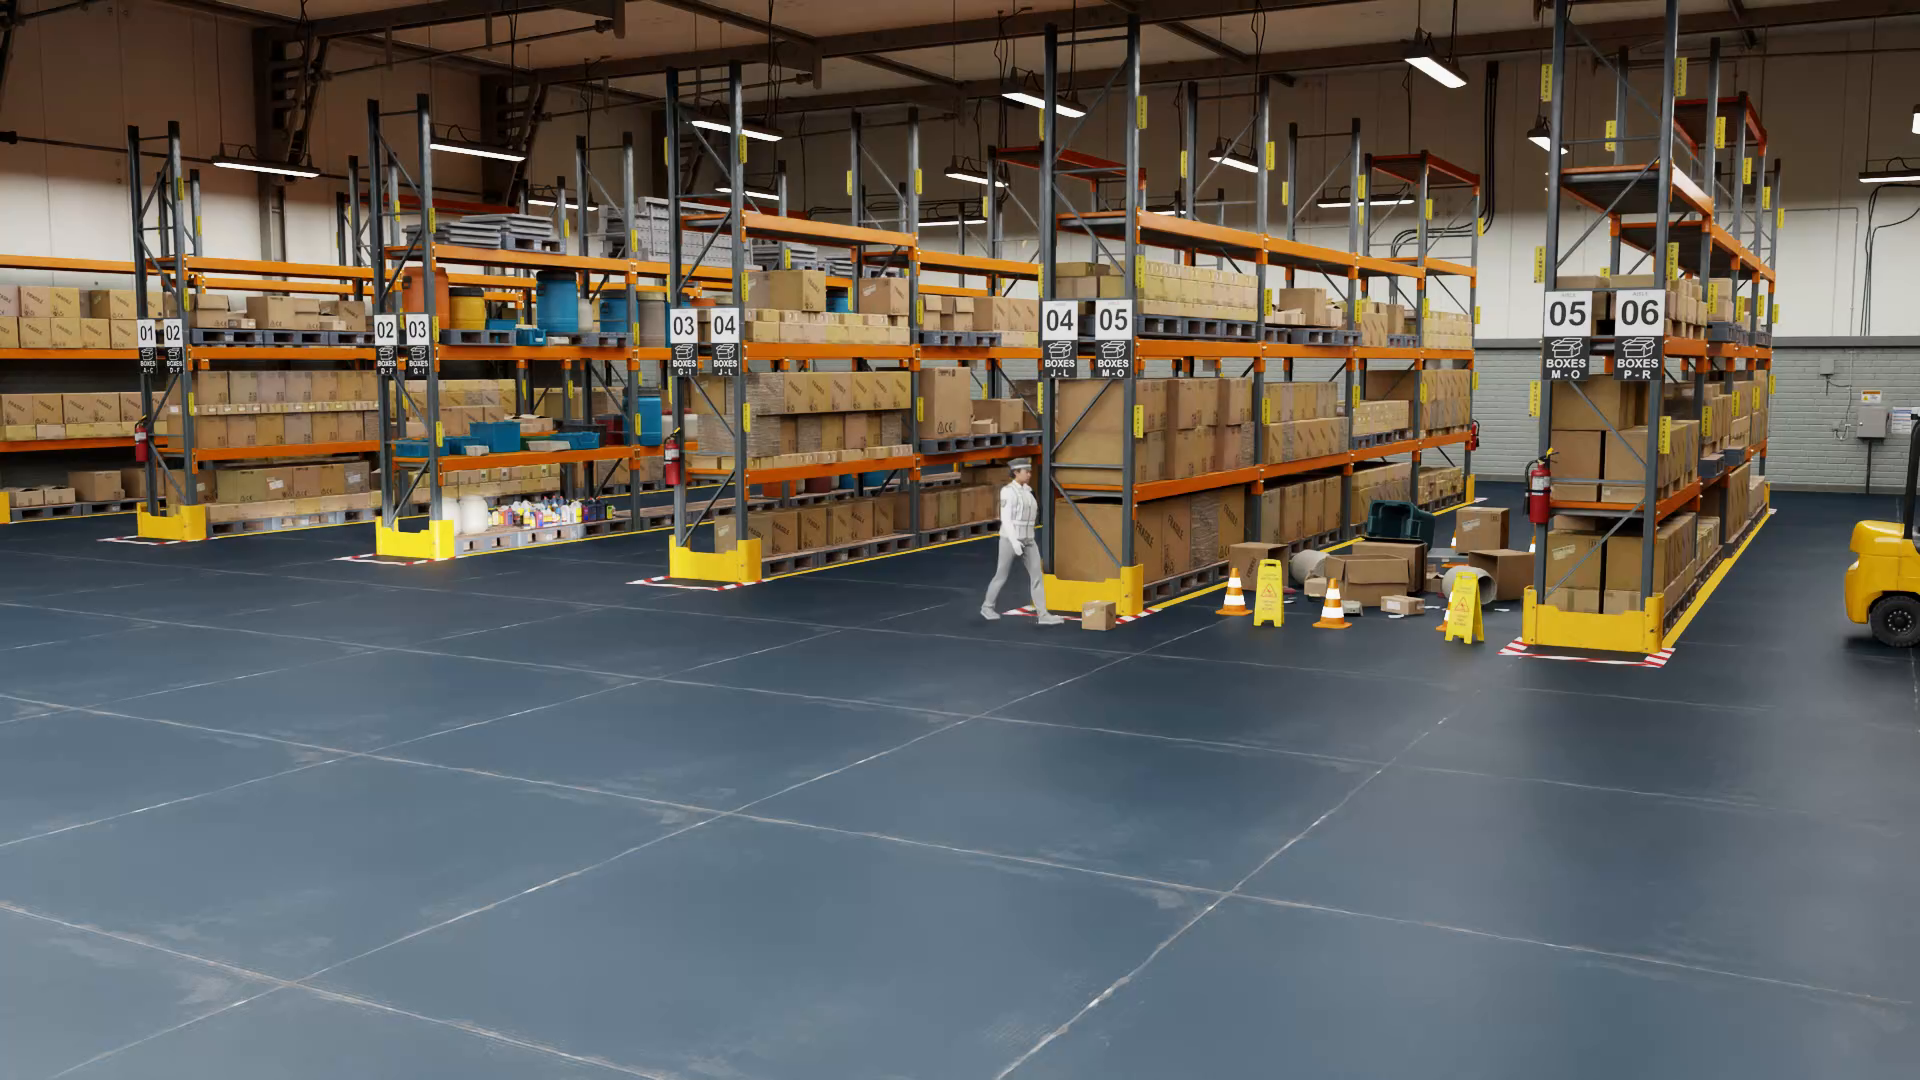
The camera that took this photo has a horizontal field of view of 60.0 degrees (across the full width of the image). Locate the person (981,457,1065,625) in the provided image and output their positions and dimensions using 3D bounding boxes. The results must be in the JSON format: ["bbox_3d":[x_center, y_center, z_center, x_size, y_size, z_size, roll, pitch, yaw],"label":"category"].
[{"bbox_3d":[0.594,0.005,16.244,0.501,1.633,0.927,-6,8,-42],"label":"person"}]
